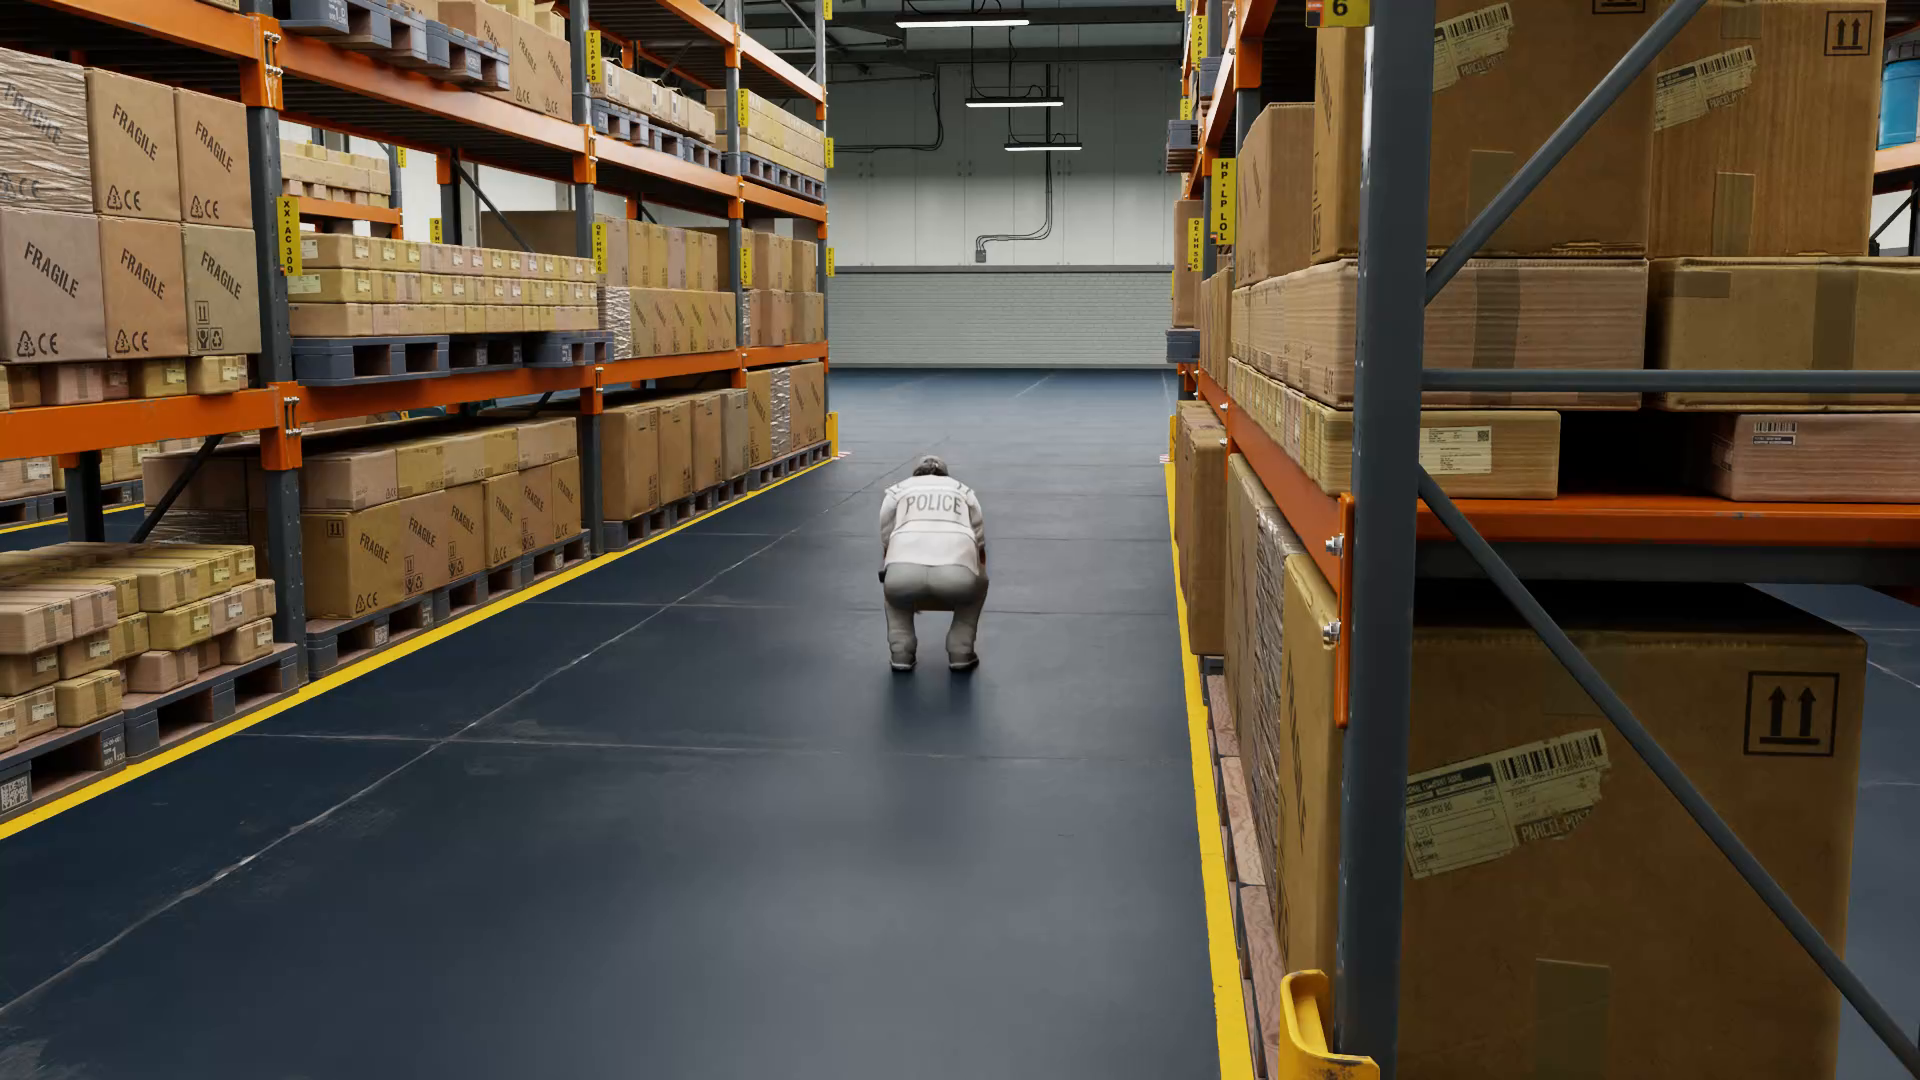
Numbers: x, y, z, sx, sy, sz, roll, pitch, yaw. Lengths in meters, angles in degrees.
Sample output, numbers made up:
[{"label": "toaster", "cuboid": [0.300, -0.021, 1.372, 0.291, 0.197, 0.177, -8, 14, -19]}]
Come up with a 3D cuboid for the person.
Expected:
[{"label": "person", "cuboid": [-0.130, 0.107, 7.705, 0.518, 0.950, 0.852, 1, 8, 6]}]
